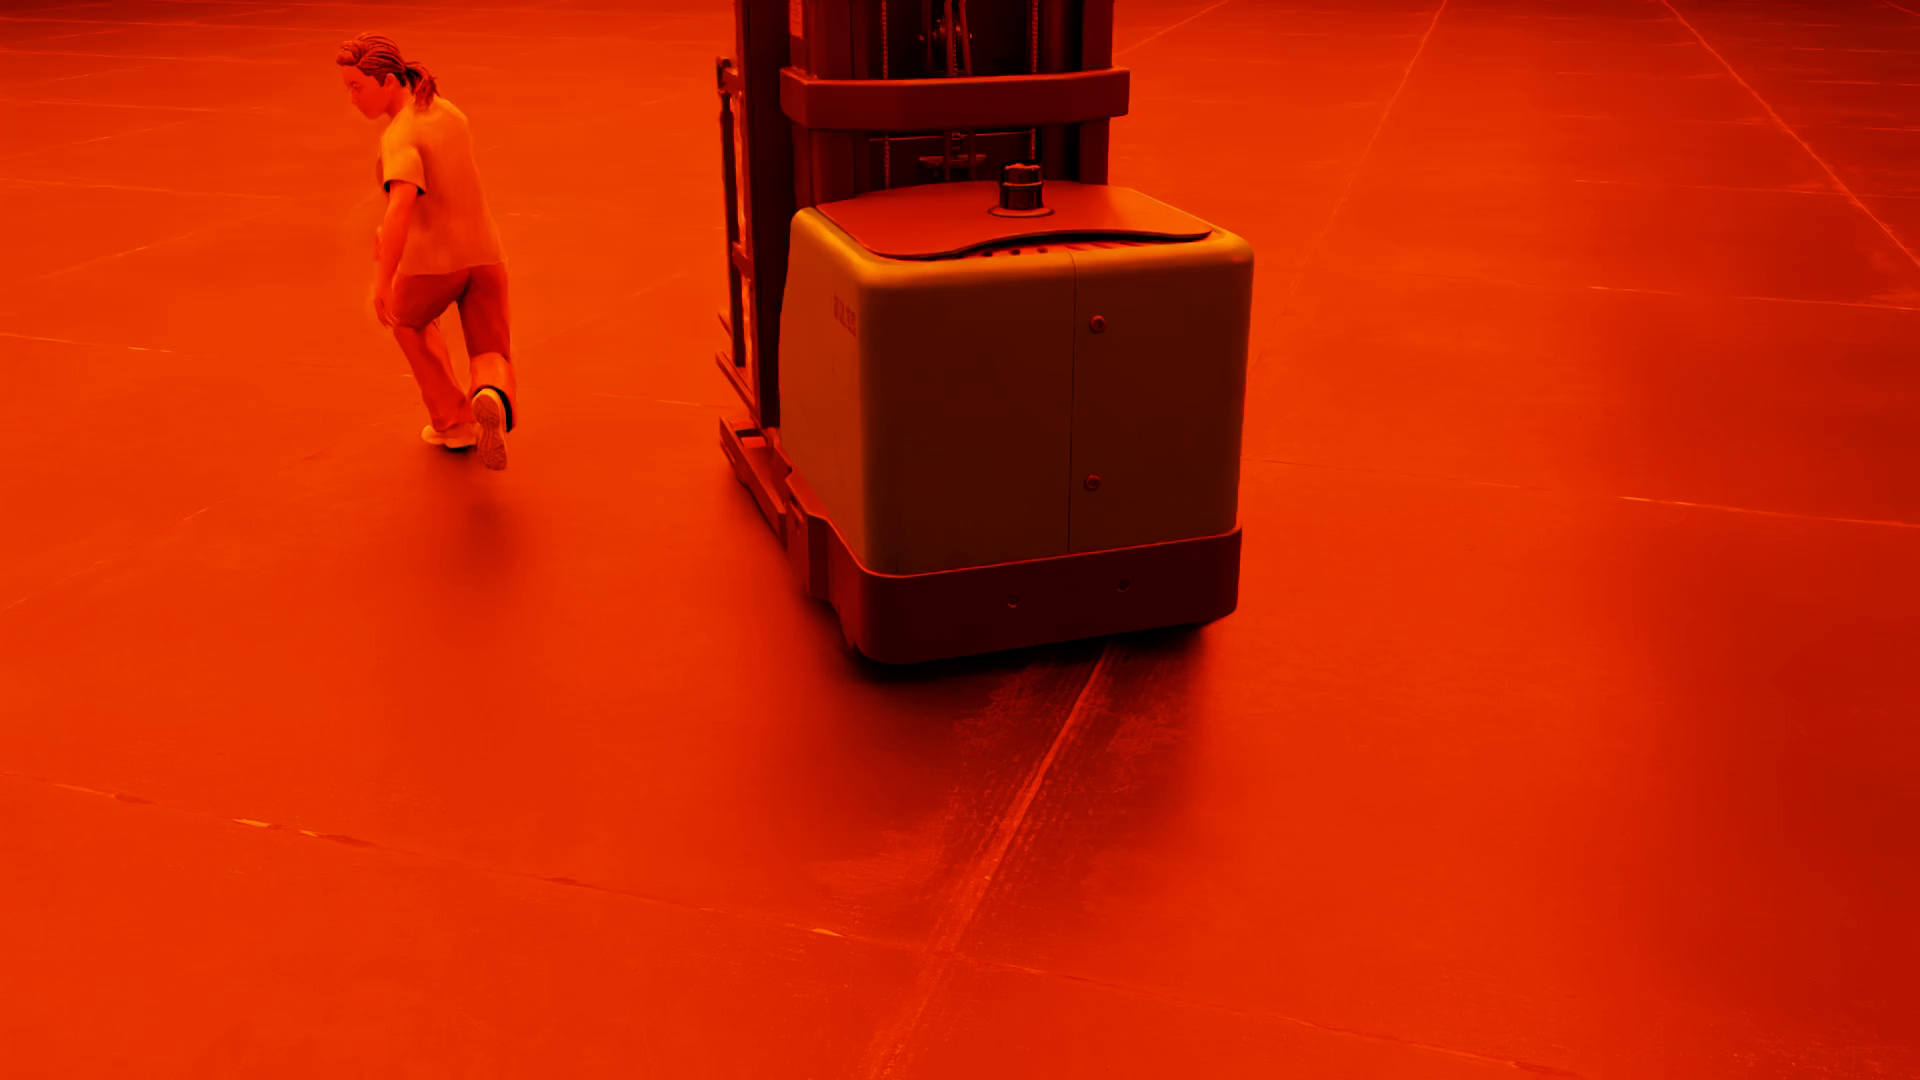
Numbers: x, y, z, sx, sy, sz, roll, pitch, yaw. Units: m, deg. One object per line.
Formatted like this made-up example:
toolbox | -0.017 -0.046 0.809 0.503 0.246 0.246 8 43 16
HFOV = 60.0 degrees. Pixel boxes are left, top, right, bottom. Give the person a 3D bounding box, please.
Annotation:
person | -1.776 -0.942 5.558 0.557 1.452 0.827 -20 30 -40

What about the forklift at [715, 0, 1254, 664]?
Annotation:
forklift | -0.192 -1.576 5.097 1.130 2.935 3.031 -7 23 -17
